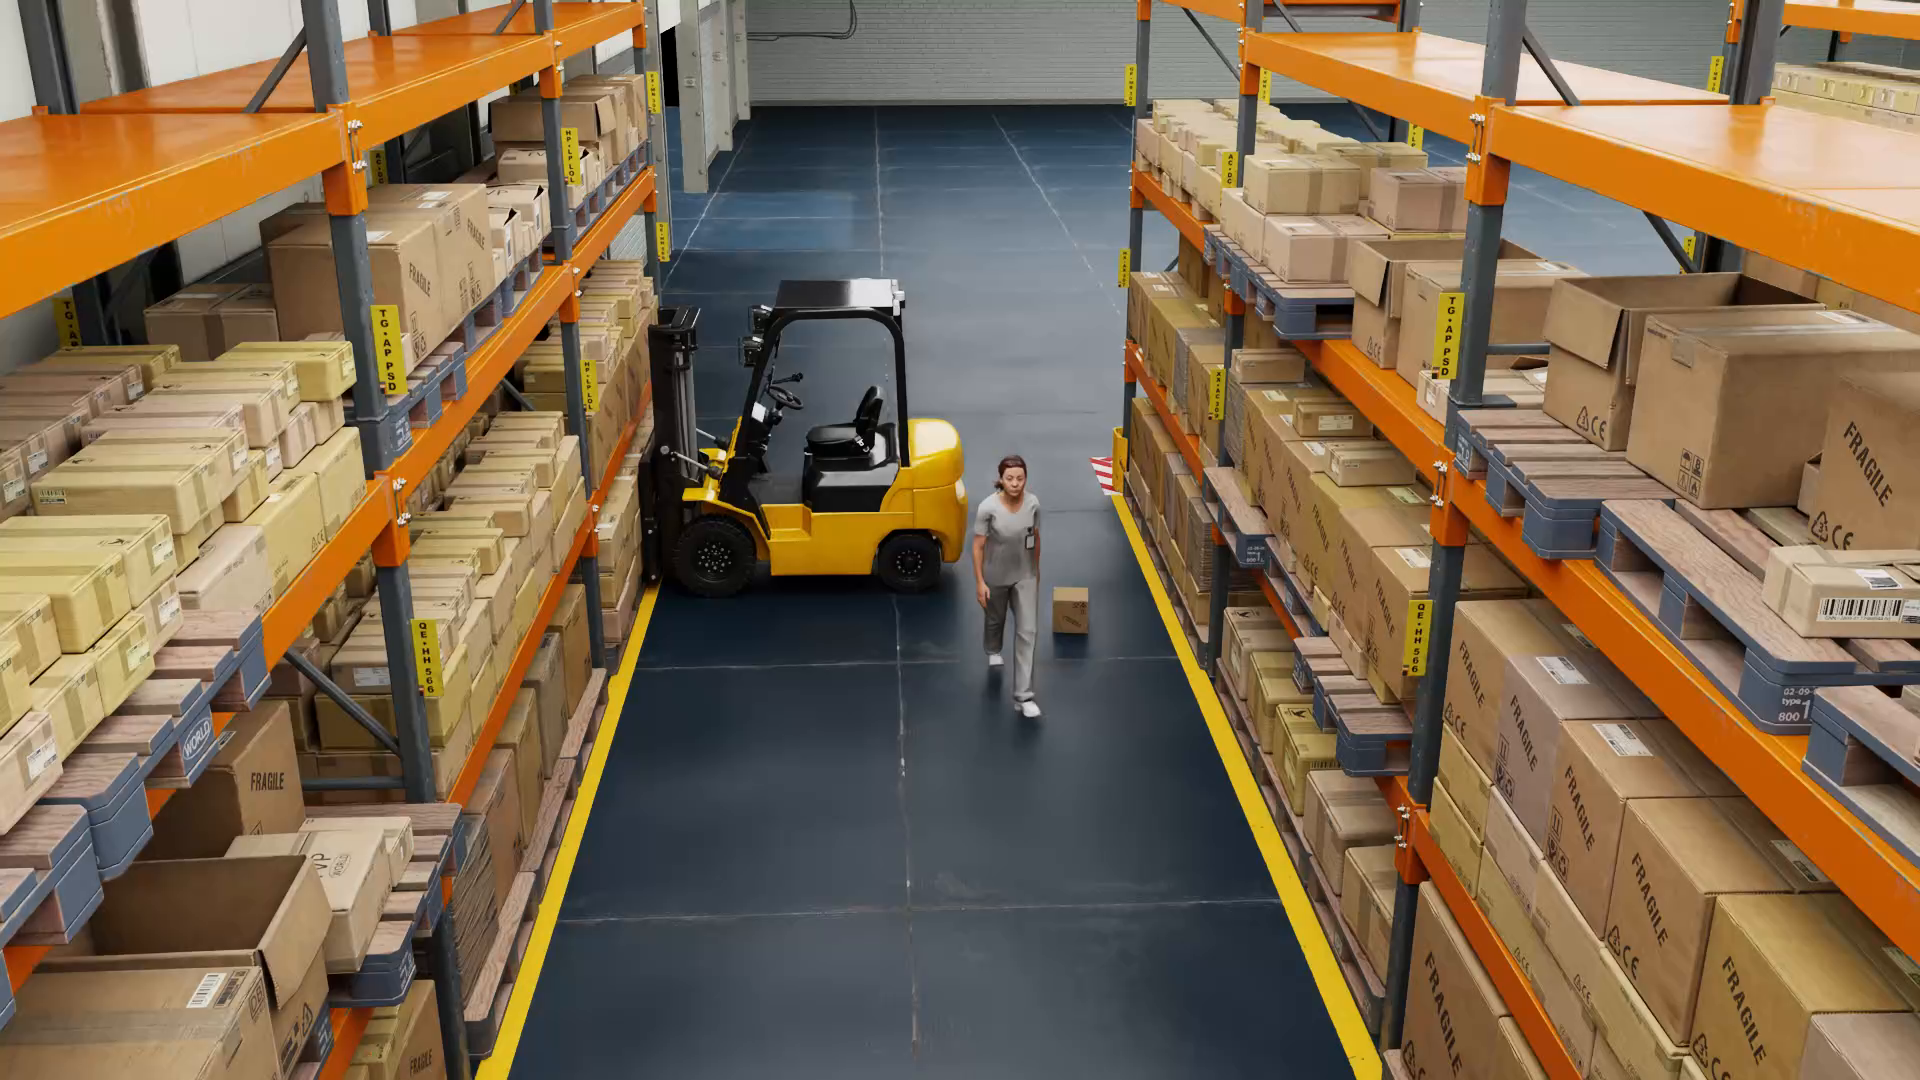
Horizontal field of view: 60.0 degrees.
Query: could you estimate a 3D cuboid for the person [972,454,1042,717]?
[{"bbox_3d":[0.299,0.224,10.512,0.465,1.614,1.056,-3,21,-8],"label":"person"}]
